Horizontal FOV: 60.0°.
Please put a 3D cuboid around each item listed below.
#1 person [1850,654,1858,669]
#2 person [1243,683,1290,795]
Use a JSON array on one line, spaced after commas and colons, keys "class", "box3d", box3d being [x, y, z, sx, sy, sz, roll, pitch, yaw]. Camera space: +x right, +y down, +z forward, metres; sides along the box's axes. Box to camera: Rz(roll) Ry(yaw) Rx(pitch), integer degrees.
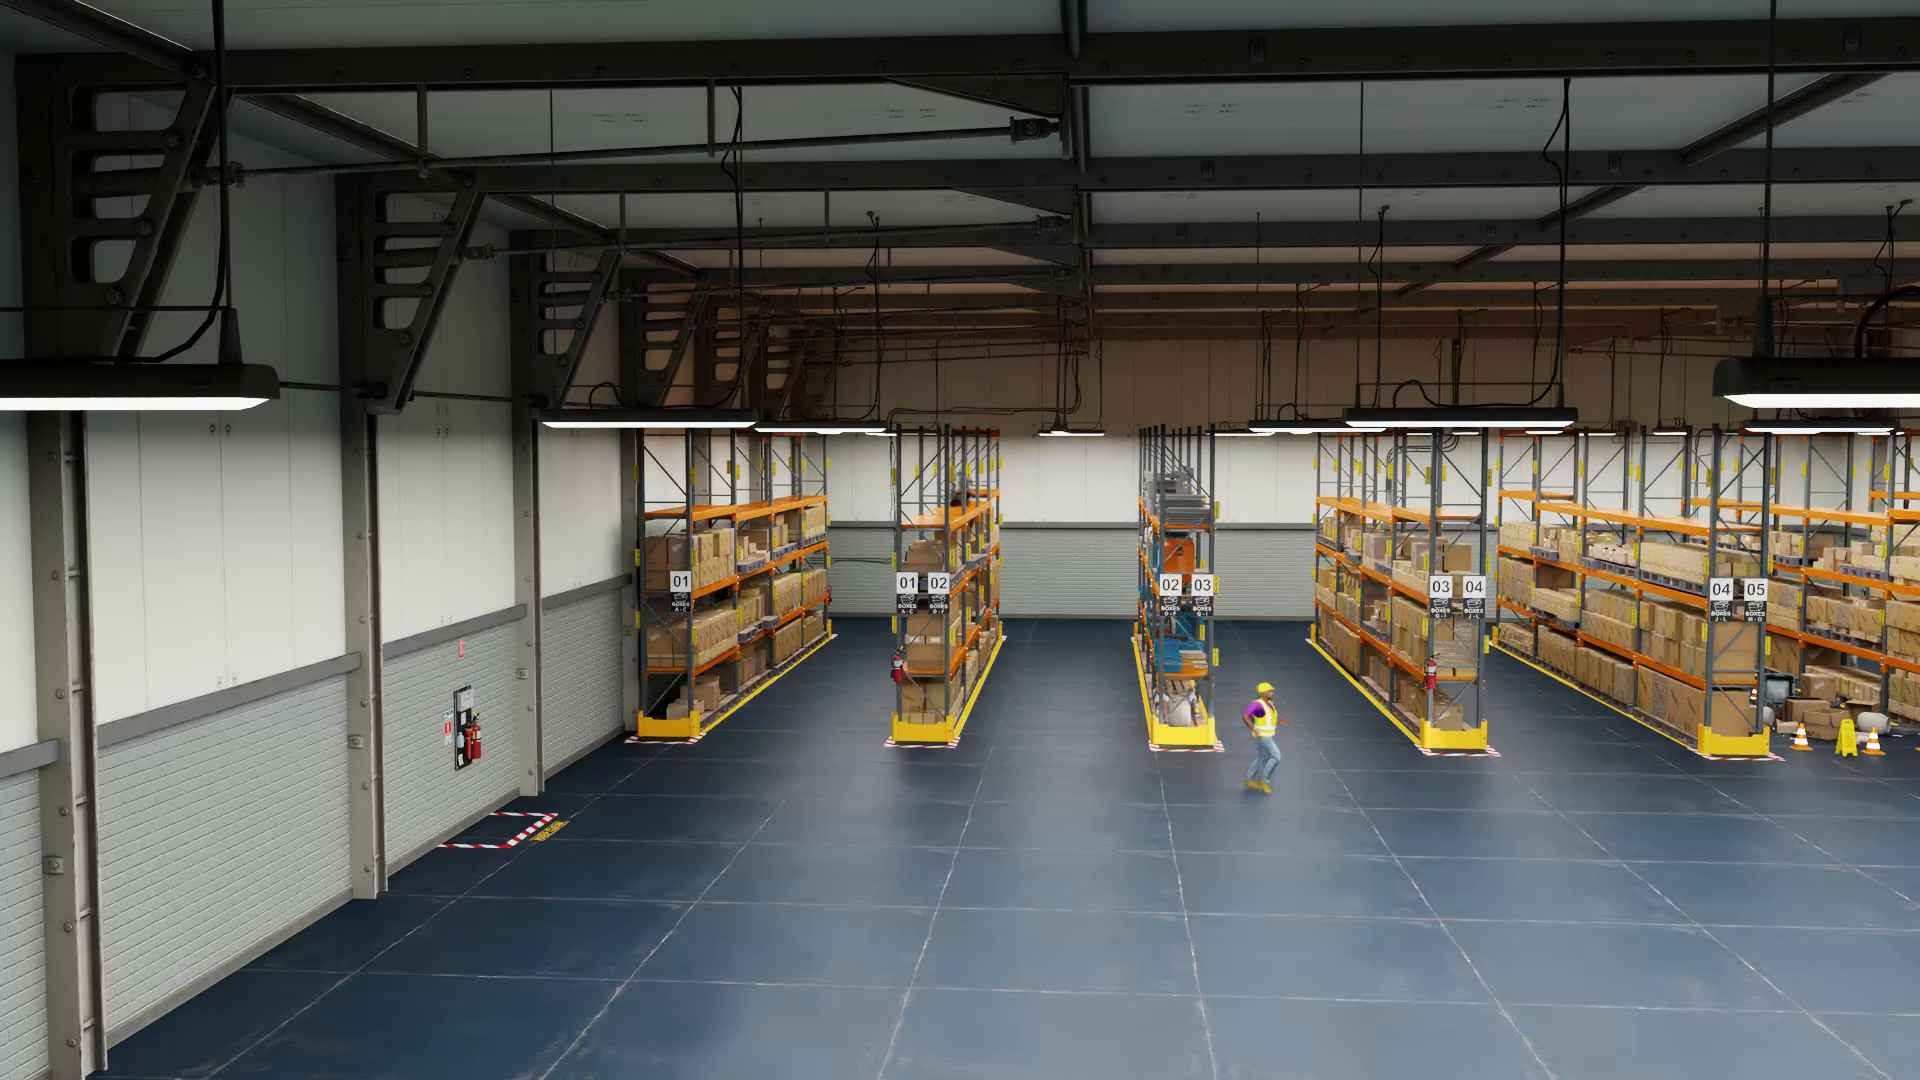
[{"class": "person", "box3d": [21.547, 2.425, 40.285, 0.599, 1.742, 0.776, 0, 3, 6]}, {"class": "person", "box3d": [4.948, 3.211, 26.938, 0.739, 1.803, 0.672, 2, 4, 26]}]
